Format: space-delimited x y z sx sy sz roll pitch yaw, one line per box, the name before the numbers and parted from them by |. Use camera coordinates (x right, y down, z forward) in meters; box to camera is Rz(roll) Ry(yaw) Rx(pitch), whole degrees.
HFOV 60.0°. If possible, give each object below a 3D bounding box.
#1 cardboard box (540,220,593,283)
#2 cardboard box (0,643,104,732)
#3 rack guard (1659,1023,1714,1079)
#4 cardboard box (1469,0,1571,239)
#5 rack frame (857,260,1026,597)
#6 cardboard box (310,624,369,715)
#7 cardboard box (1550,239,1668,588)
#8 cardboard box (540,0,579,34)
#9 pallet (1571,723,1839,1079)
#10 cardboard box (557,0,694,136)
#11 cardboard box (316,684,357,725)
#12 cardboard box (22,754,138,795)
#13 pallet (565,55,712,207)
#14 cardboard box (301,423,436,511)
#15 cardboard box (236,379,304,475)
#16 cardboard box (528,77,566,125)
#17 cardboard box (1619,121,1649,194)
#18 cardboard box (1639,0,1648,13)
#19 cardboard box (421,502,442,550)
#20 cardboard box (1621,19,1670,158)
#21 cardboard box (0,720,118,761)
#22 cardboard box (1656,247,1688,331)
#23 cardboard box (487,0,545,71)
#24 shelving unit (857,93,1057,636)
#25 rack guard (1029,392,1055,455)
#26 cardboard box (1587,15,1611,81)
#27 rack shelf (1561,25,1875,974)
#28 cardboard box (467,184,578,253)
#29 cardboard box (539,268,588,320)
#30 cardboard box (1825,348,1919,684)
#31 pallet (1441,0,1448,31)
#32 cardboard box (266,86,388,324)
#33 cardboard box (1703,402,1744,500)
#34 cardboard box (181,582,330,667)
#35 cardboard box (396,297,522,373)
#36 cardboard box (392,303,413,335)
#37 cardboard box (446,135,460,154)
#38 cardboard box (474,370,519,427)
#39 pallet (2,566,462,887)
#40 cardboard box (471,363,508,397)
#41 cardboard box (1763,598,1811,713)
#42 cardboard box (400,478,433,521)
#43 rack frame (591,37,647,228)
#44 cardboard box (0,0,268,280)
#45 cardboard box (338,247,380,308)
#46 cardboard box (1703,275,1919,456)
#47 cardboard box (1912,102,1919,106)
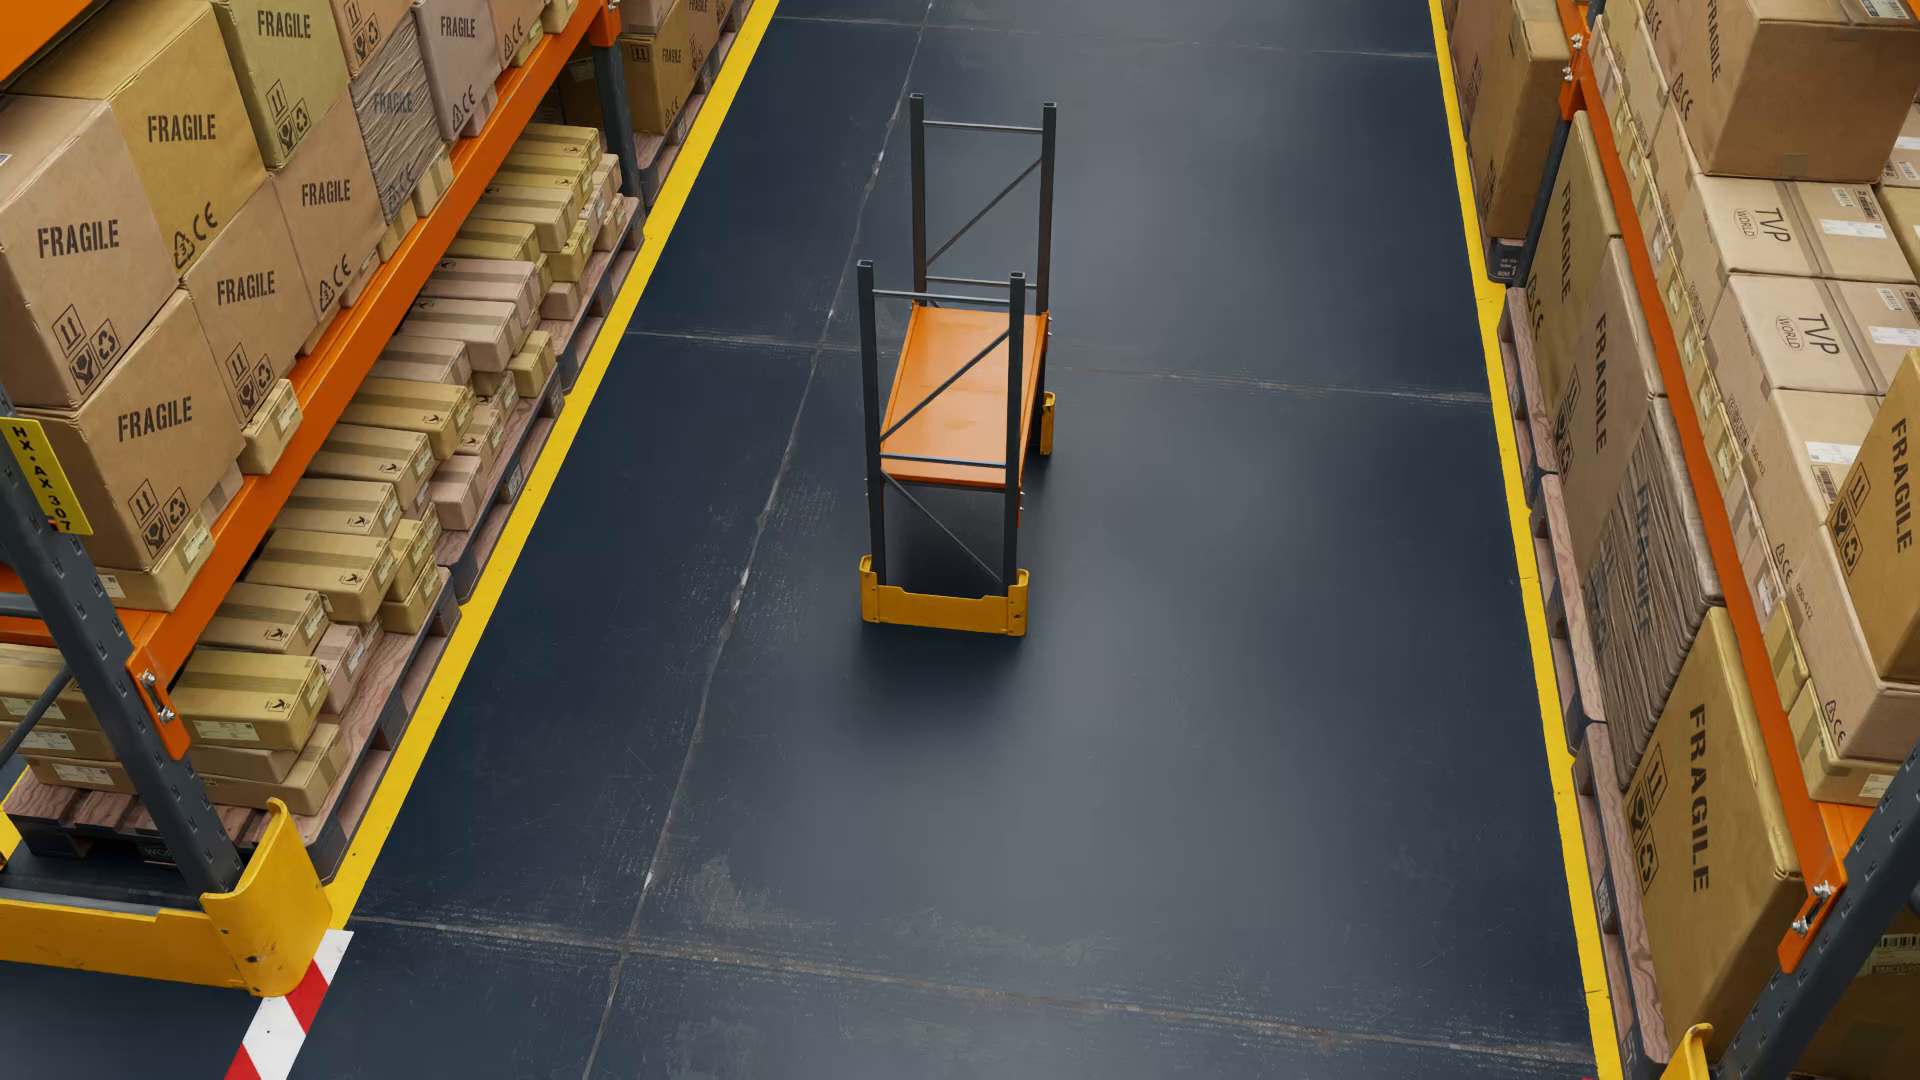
cardboard box | -1.748 -1.207 6.895 0.380 0.149 0.250 4 44 4
cardboard box | -2.691 0.414 4.967 0.380 0.149 0.250 6 44 6
rack guard | 2.391 1.574 4.224 1.175 0.500 0.348 5 44 6
cardboard box | 2.987 -1.895 7.309 1.225 0.875 0.875 5 44 6
rack frame | -0.056 -0.256 5.430 0.500 1.500 0.032 5 44 6
cardboard box | -2.093 0.390 5.208 0.380 0.149 0.250 5 44 5
cardboard box | 2.637 -0.401 5.731 0.875 0.875 0.875 5 44 6
cardboard box | -1.712 -2.103 6.472 0.380 0.149 0.250 4 44 4
pallet | 2.422 1.111 4.923 1.003 0.211 1.213 5 44 6
cardboard box | -1.620 -2.320 8.031 0.500 0.500 0.500 7 44 7
cardboard box | -2.169 0.500 5.309 0.380 0.149 0.250 5 44 5
cardboard box | -2.646 0.636 5.165 0.380 0.149 0.250 6 44 6
pallet | -1.879 -2.114 8.329 1.003 0.211 1.213 5 44 6
cardboard box | -2.029 -0.252 5.670 0.380 0.149 0.250 7 44 7
cardboard box | -2.060 -0.325 4.594 0.380 0.149 0.250 4 44 4
cardboard box | -2.132 -2.368 8.081 0.500 0.500 0.500 4 44 5
cardboard box | 2.452 -1.275 5.598 0.380 0.149 0.250 4 44 4
cardboard box | 2.606 -2.098 5.632 0.500 0.500 0.500 5 44 6
cardboard box | -2.062 -0.017 5.854 0.380 0.149 0.250 5 44 6
cardboard box | 2.530 -1.494 5.539 0.500 0.250 0.500 5 44 5
cardboard box | -2.722 0.520 5.071 0.380 0.149 0.250 4 44 4
cardboard box | 2.349 -0.751 5.044 0.380 0.149 0.250 4 44 4
cardboard box | -1.834 -2.031 5.924 0.500 0.500 0.500 4 44 4
shelving unit | 0.010 -0.597 5.789 0.587 1.500 1.083 5 44 6
rack guard | 0.076 -0.482 6.577 0.587 0.250 0.087 5 44 6
cardboard box | 2.554 -1.813 6.166 0.380 0.149 0.250 5 44 6
rack shelf | 2.658 -0.451 5.068 1.077 0.370 4.000 5 44 6
cardboard box | -1.790 -1.315 6.792 0.380 0.149 0.250 5 44 5
cardboard box | -1.783 -1.059 6.955 0.380 0.149 0.250 4 44 4
cardboard box | 2.198 -0.031 3.449 0.500 0.500 0.500 6 44 6
pallet | 3.272 -3.259 9.538 1.003 0.211 1.213 5 44 6
cardboard box | -2.053 -0.994 4.829 0.500 0.500 0.500 6 44 6
cardboard box | 2.248 -0.227 4.491 0.380 0.149 0.250 4 44 5
cardboard box | -2.186 0.272 5.116 0.380 0.149 0.250 6 44 6
cardboard box | -1.869 -0.767 6.214 0.380 0.149 0.250 4 44 4
cardboard box | -2.385 -0.884 6.553 0.380 0.149 0.250 7 44 7
cardboard box | -1.958 -1.396 5.726 0.380 0.149 0.250 5 44 5
cardboard box | -1.933 -0.537 6.404 0.380 0.149 0.250 6 44 6
pallet | -2.357 0.541 5.525 1.003 0.211 1.213 5 44 6
cardboard box | -1.949 -0.689 6.348 0.380 0.149 0.250 3 44 4
cardboard box | 2.147 0.292 3.943 0.380 0.149 0.250 6 44 6
cardboard box | -2.066 -0.139 5.767 0.380 0.149 0.250 3 44 3
rack frame | -1.981 -2.595 6.809 1.000 3.000 0.127 5 44 6
cardboard box | -2.126 -1.003 4.111 0.500 0.500 0.500 6 44 7
cardboard box | -2.041 -0.862 5.162 0.380 0.149 0.250 4 44 5
cardboard box | 2.329 -0.450 4.436 0.500 0.250 0.500 4 44 4
cardboard box | 3.058 -1.452 5.494 0.500 0.250 0.500 6 44 7
